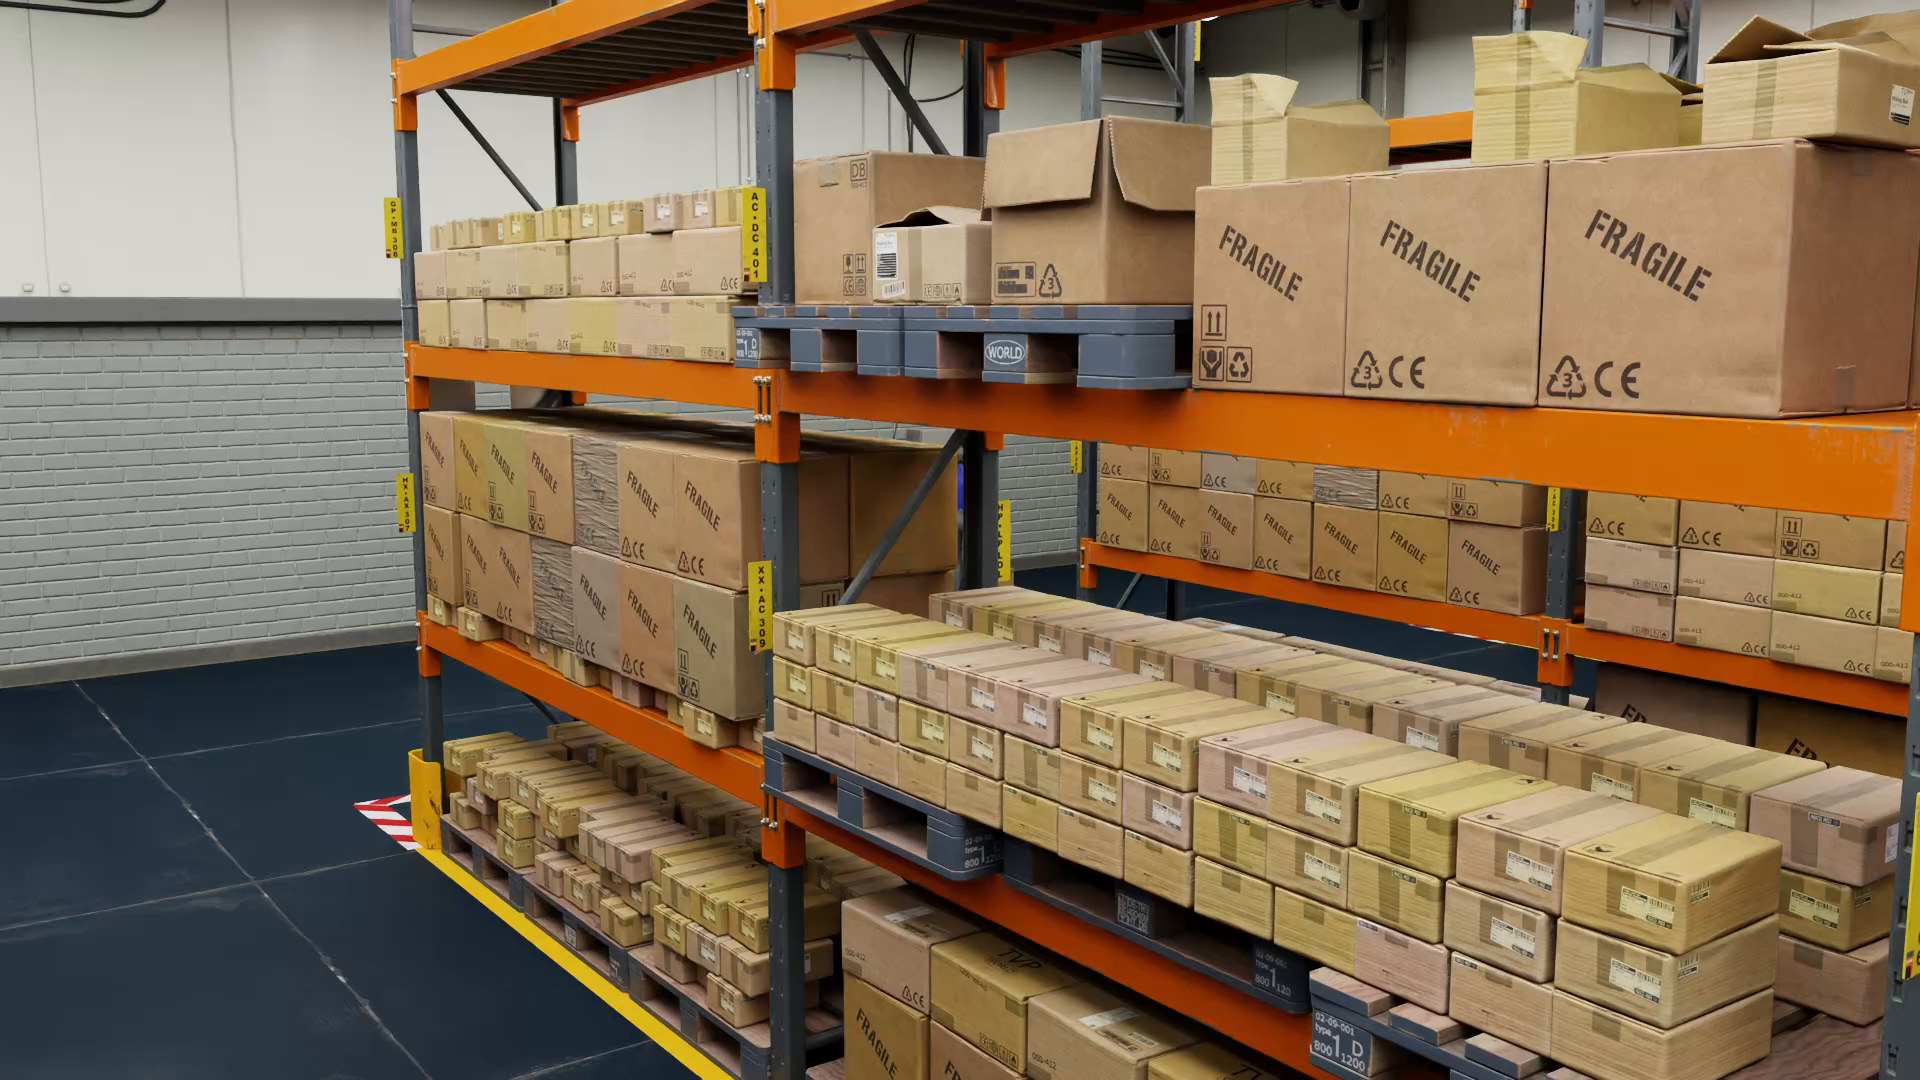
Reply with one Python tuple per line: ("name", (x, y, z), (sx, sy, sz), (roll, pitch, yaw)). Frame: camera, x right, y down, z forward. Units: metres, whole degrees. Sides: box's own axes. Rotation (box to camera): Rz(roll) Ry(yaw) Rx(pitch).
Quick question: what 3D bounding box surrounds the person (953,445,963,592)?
("person", (0.011, -0.133, 16.706), (0.495, 1.648, 0.452), (1, 8, 9))
